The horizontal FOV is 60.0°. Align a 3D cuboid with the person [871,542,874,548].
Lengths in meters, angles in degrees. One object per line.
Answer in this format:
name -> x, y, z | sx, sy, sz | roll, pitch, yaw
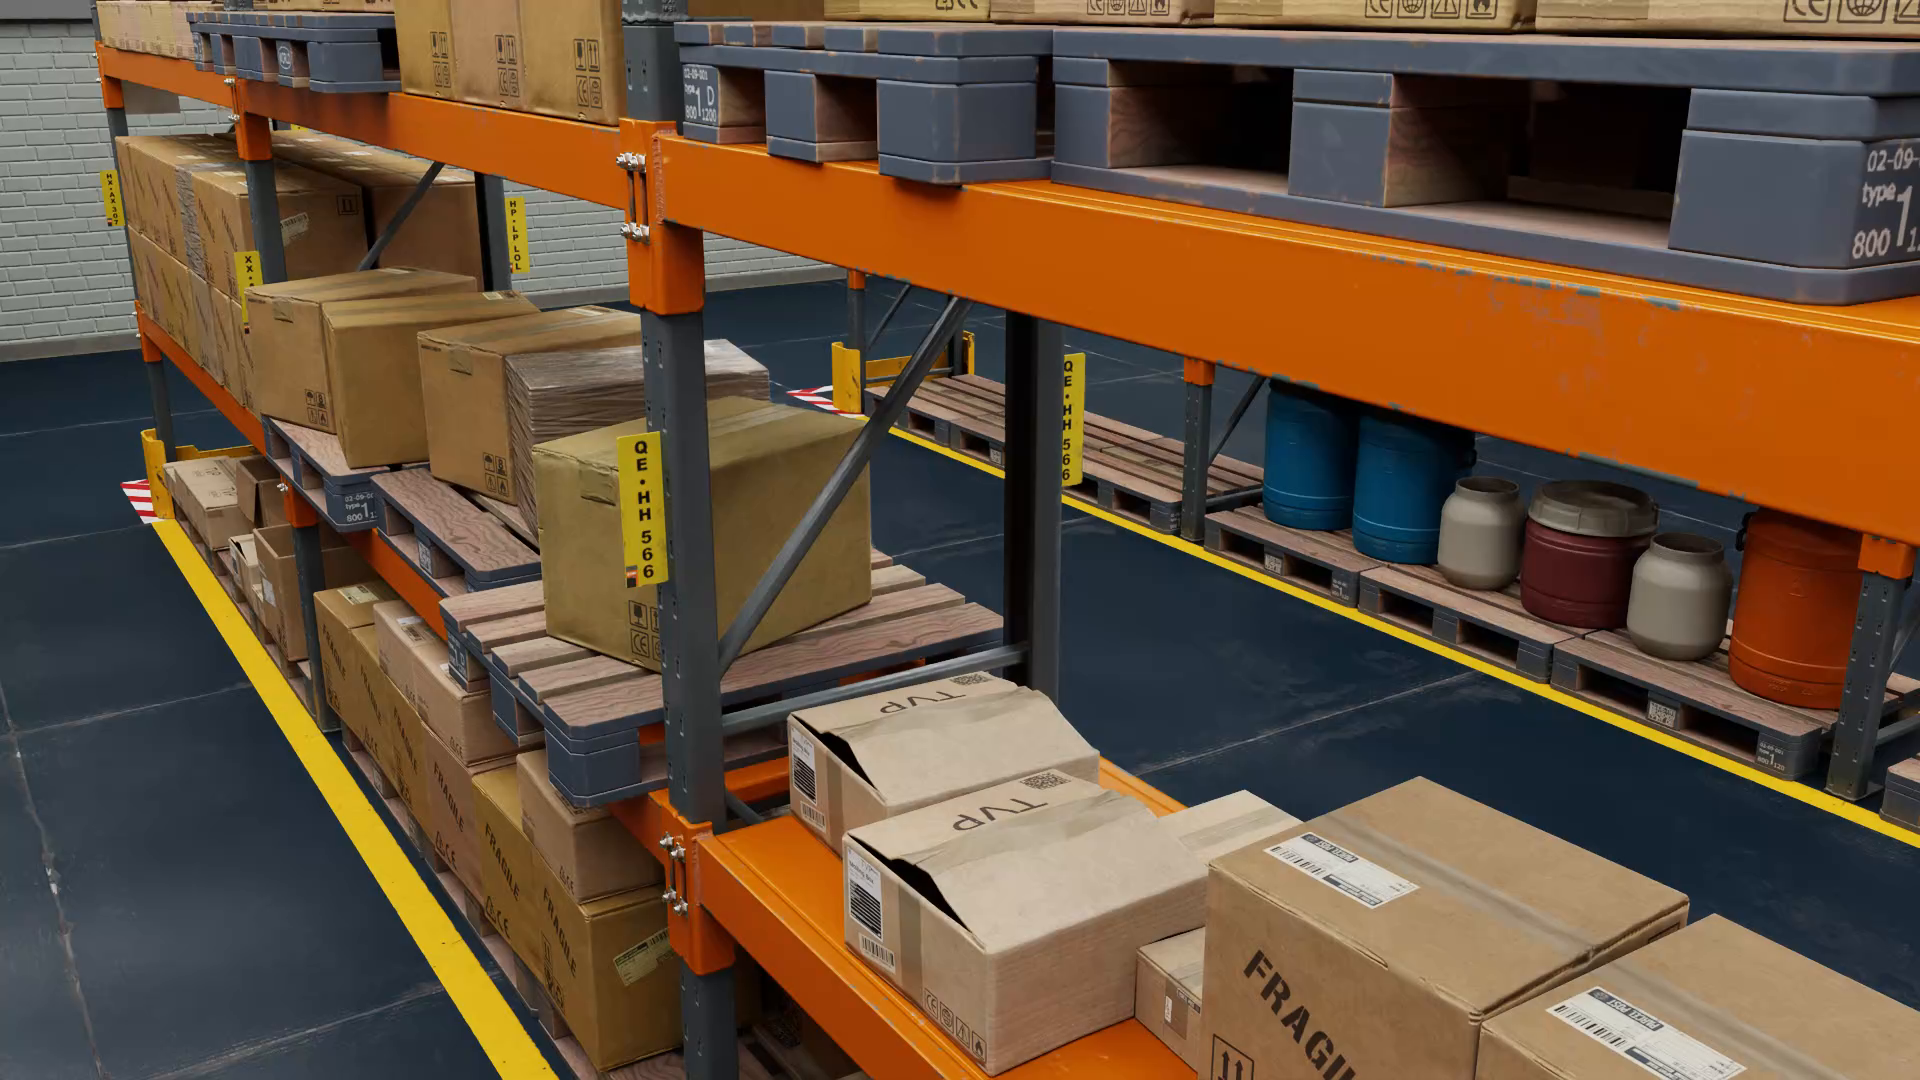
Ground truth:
person -> -0.785, 0.162, 8.174 | 0.539, 0.886, 0.996 | -12, 21, -32
